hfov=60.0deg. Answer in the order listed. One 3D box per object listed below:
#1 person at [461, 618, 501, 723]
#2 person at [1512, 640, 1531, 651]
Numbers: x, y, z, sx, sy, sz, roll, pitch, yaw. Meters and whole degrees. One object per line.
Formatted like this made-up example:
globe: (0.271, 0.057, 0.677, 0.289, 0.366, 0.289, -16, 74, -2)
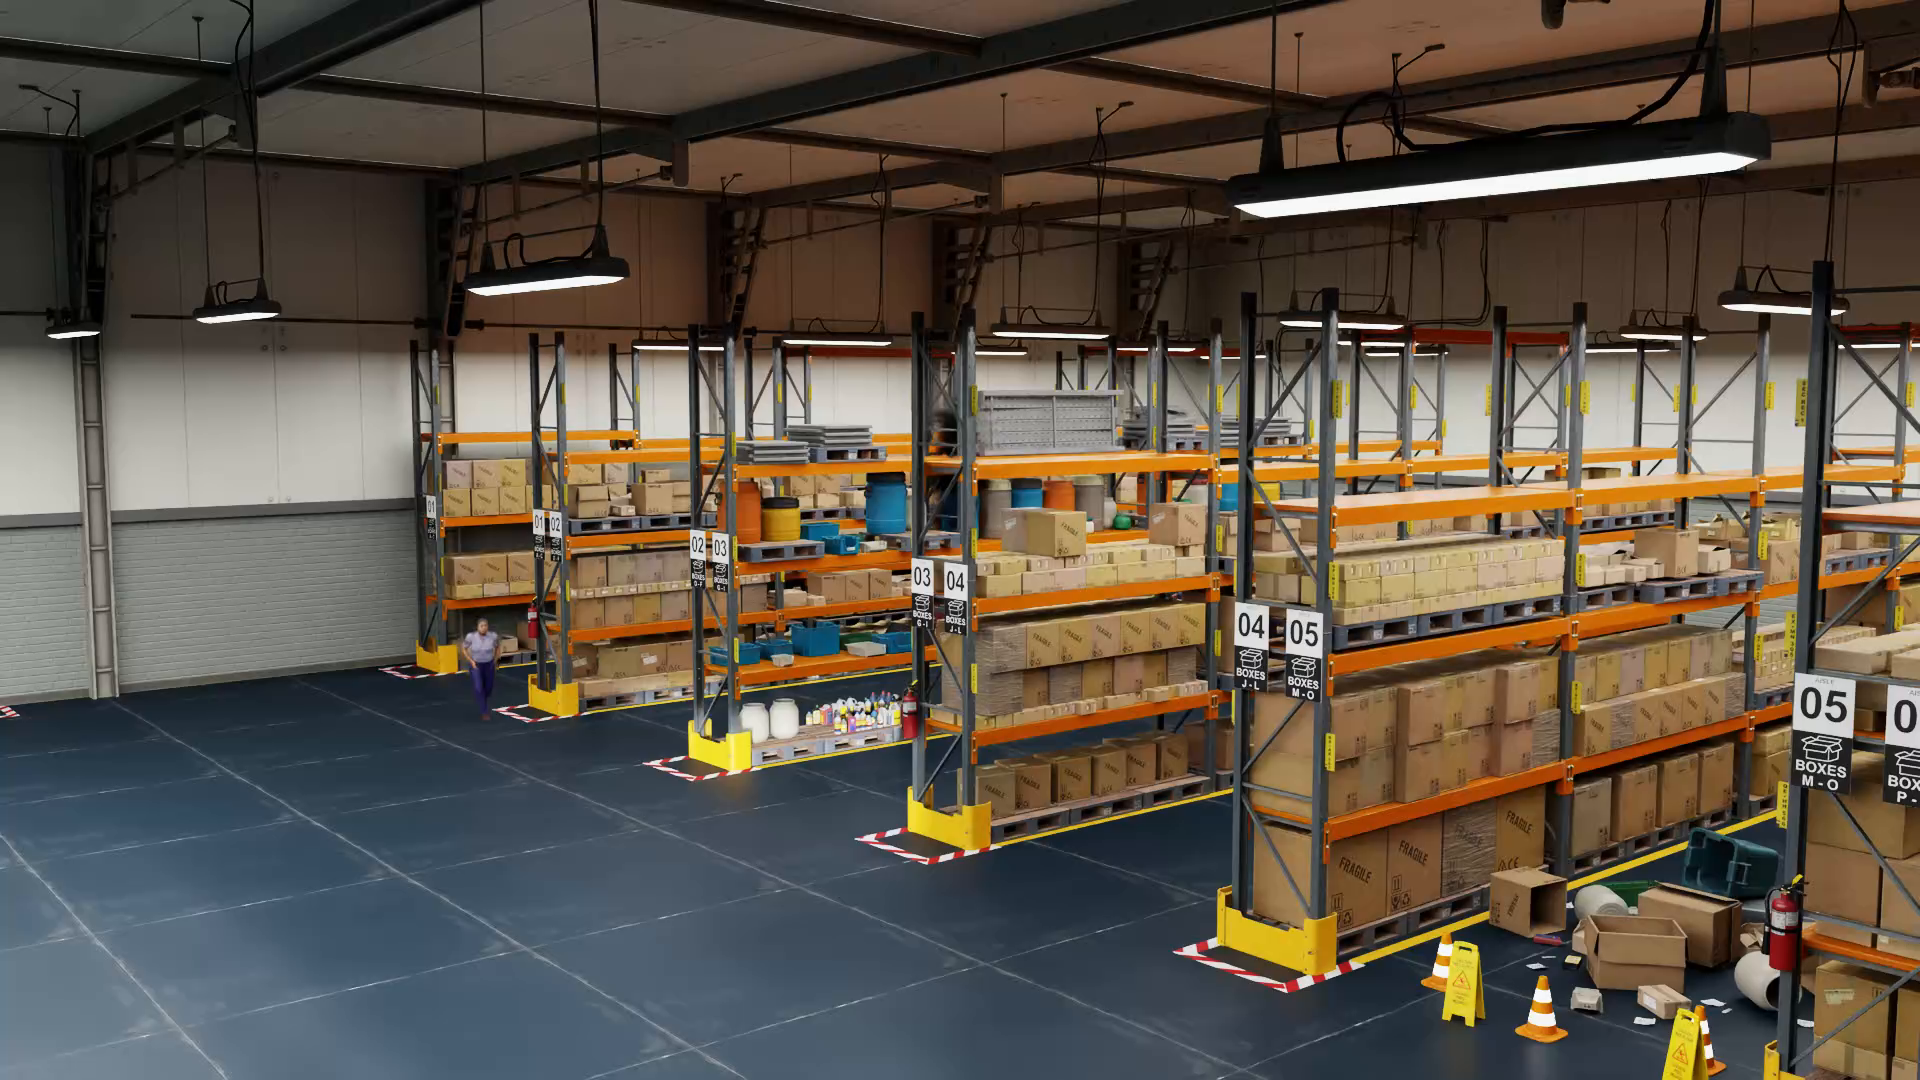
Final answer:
person: (-7.446, 1.989, 25.866, 0.590, 1.618, 0.765, -2, 6, -20)
person: (7.769, 2.173, 23.271, 0.563, 1.717, 0.677, 5, 7, 43)
